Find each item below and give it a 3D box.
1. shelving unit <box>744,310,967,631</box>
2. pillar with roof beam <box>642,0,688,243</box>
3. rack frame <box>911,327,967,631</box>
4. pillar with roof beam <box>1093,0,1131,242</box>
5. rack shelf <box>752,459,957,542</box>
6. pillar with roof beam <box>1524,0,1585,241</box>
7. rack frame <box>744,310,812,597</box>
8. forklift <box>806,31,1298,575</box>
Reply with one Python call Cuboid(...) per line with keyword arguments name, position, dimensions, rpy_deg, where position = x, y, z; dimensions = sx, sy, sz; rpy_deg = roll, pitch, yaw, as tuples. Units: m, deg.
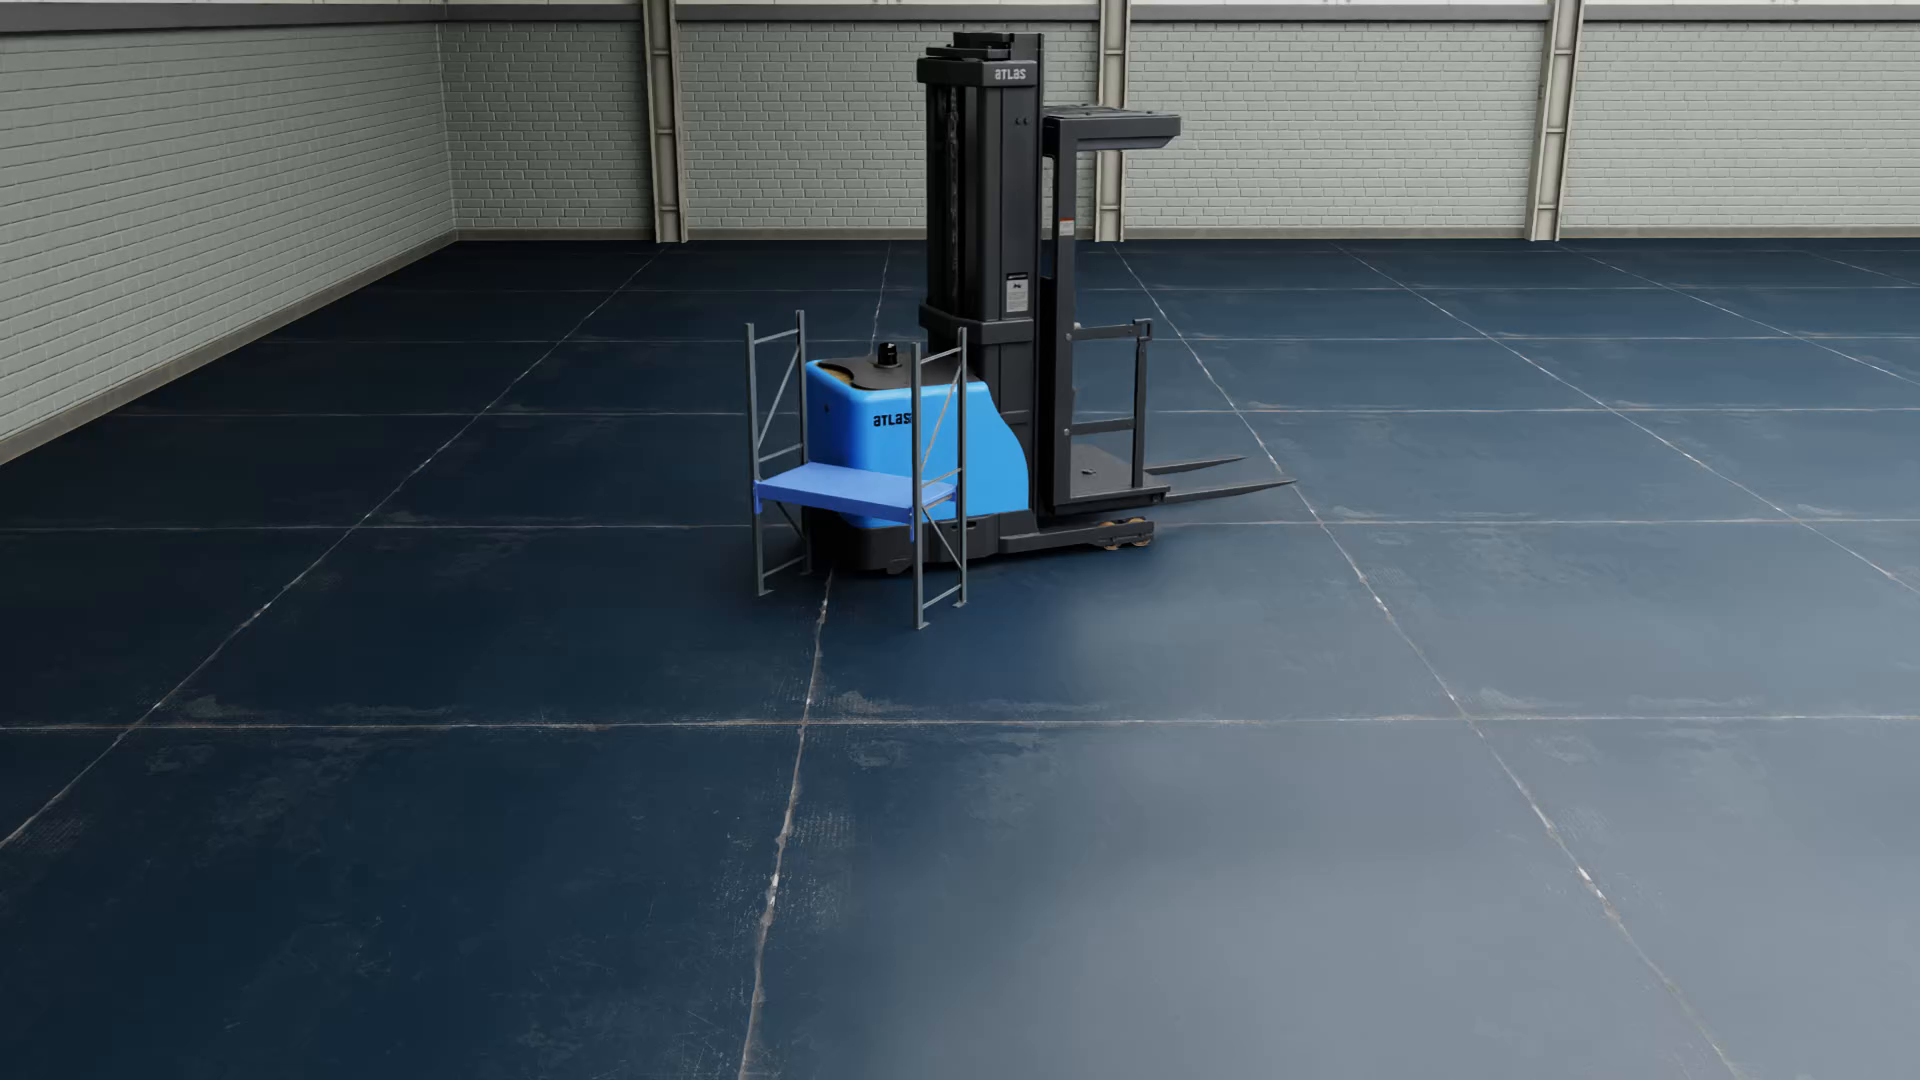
Cuboid(name="shelving unit", position=(-0.544, -0.392, 8.812), dimensions=(1.048, 1.500, 0.538), rpy_deg=(10, 20, 28))
Cuboid(name="pillar with roof beam", position=(-3.887, -7.074, 17.368), dimensions=(0.400, 9.000, 9.100), rpy_deg=(0, 18, -1))
Cuboid(name="rack frame", position=(-0.104, -0.314, 8.570), dimensions=(0.032, 1.500, 0.500), rpy_deg=(10, 20, 28))
Cuboid(name="pillar with roof beam", position=(2.113, -7.103, 17.458), dimensions=(0.400, 9.000, 9.100), rpy_deg=(0, 18, -1))
Cuboid(name="rack shelf", position=(-0.544, -0.220, 8.867), dimensions=(1.000, 0.185, 0.538), rpy_deg=(10, 20, 28))
Cuboid(name="pillar with roof beam", position=(8.112, -7.132, 17.548), dimensions=(0.400, 9.000, 9.100), rpy_deg=(0, 18, -1))
Cuboid(name="rack frame", position=(-0.984, -0.469, 9.054), dimensions=(0.032, 1.500, 0.500), rpy_deg=(10, 20, 28))
Cuboid(name="forklift", position=(0.612, -1.475, 9.846), dimensions=(3.031, 2.935, 1.130), rpy_deg=(-7, 19, -22))
